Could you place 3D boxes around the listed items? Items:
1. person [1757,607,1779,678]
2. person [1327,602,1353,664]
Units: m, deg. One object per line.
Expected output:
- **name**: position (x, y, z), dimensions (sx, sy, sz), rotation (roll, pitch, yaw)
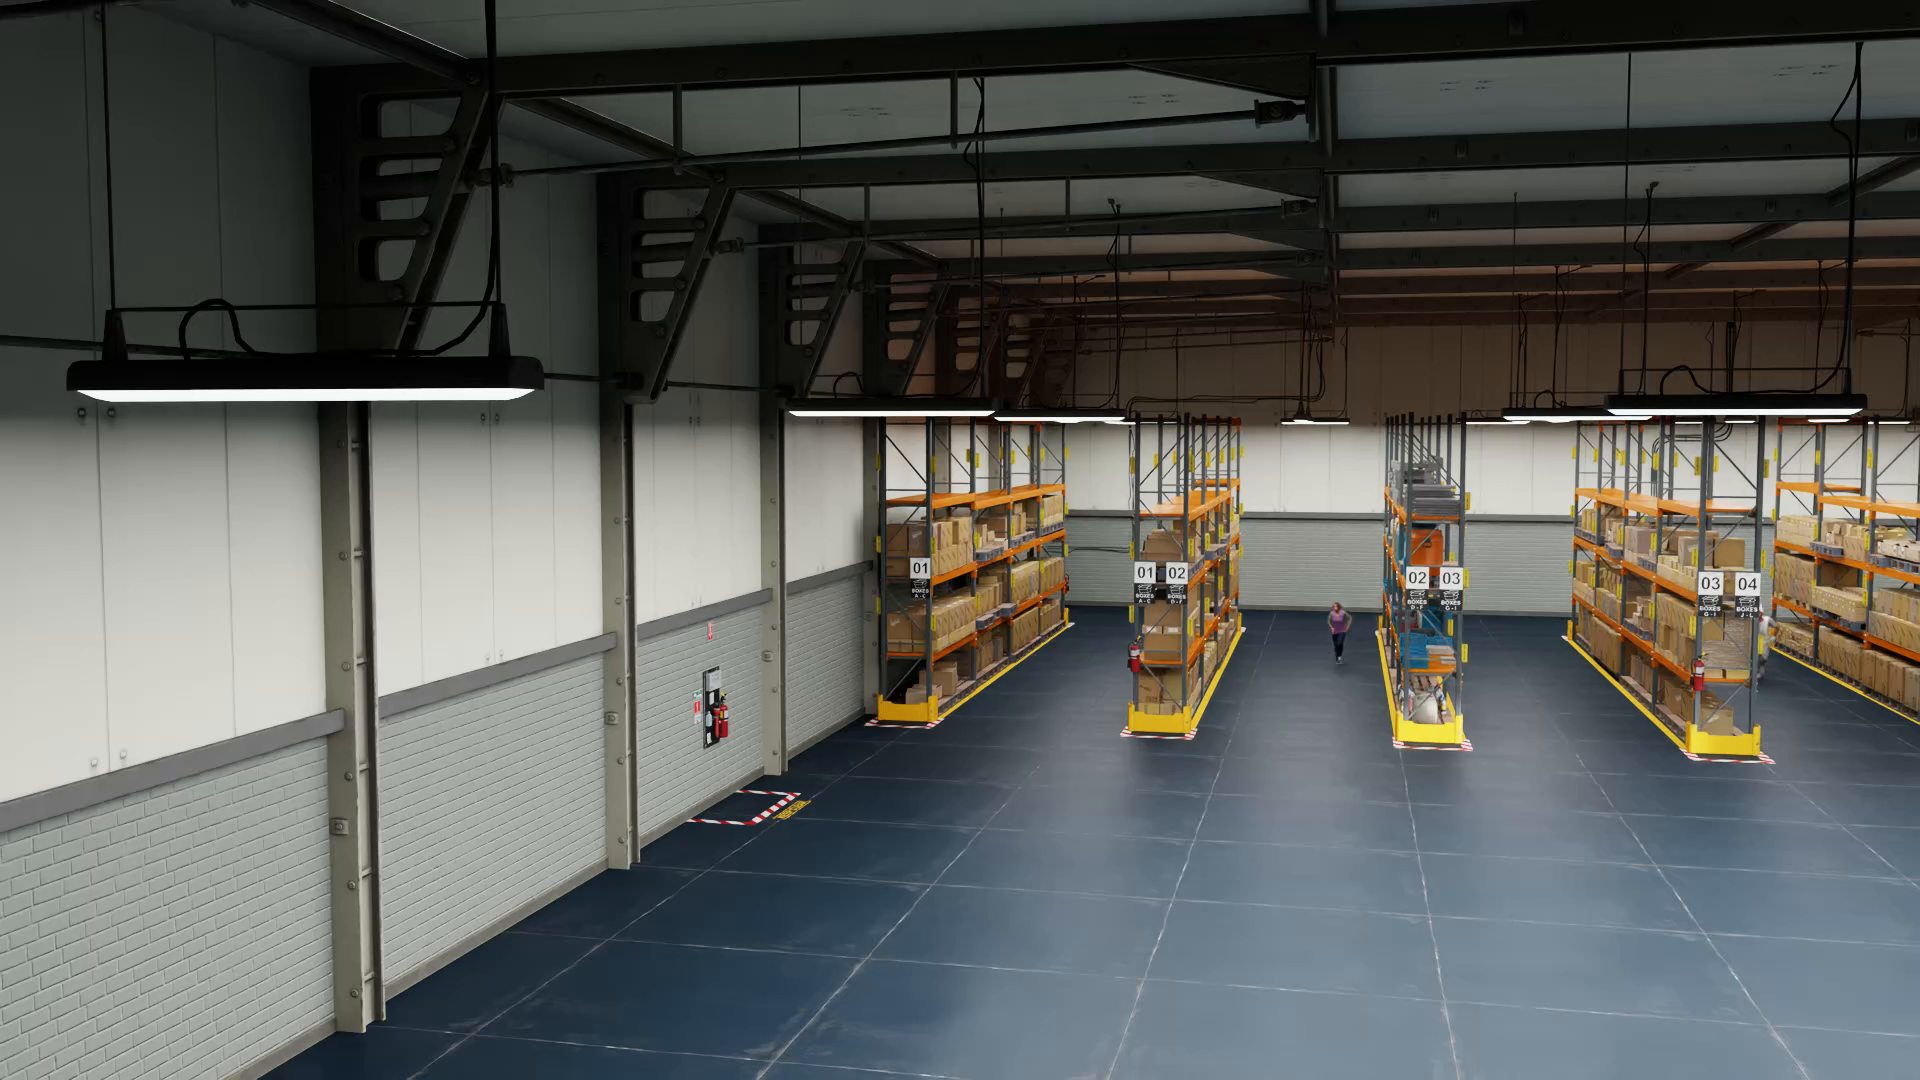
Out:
- **person**: position (18.212, 2.326, 37.860), dimensions (0.691, 1.680, 0.654), rotation (2, 4, 23)
- **person**: position (9.165, 2.235, 40.107), dimensions (0.586, 1.515, 0.791), rotation (2, 4, 22)
